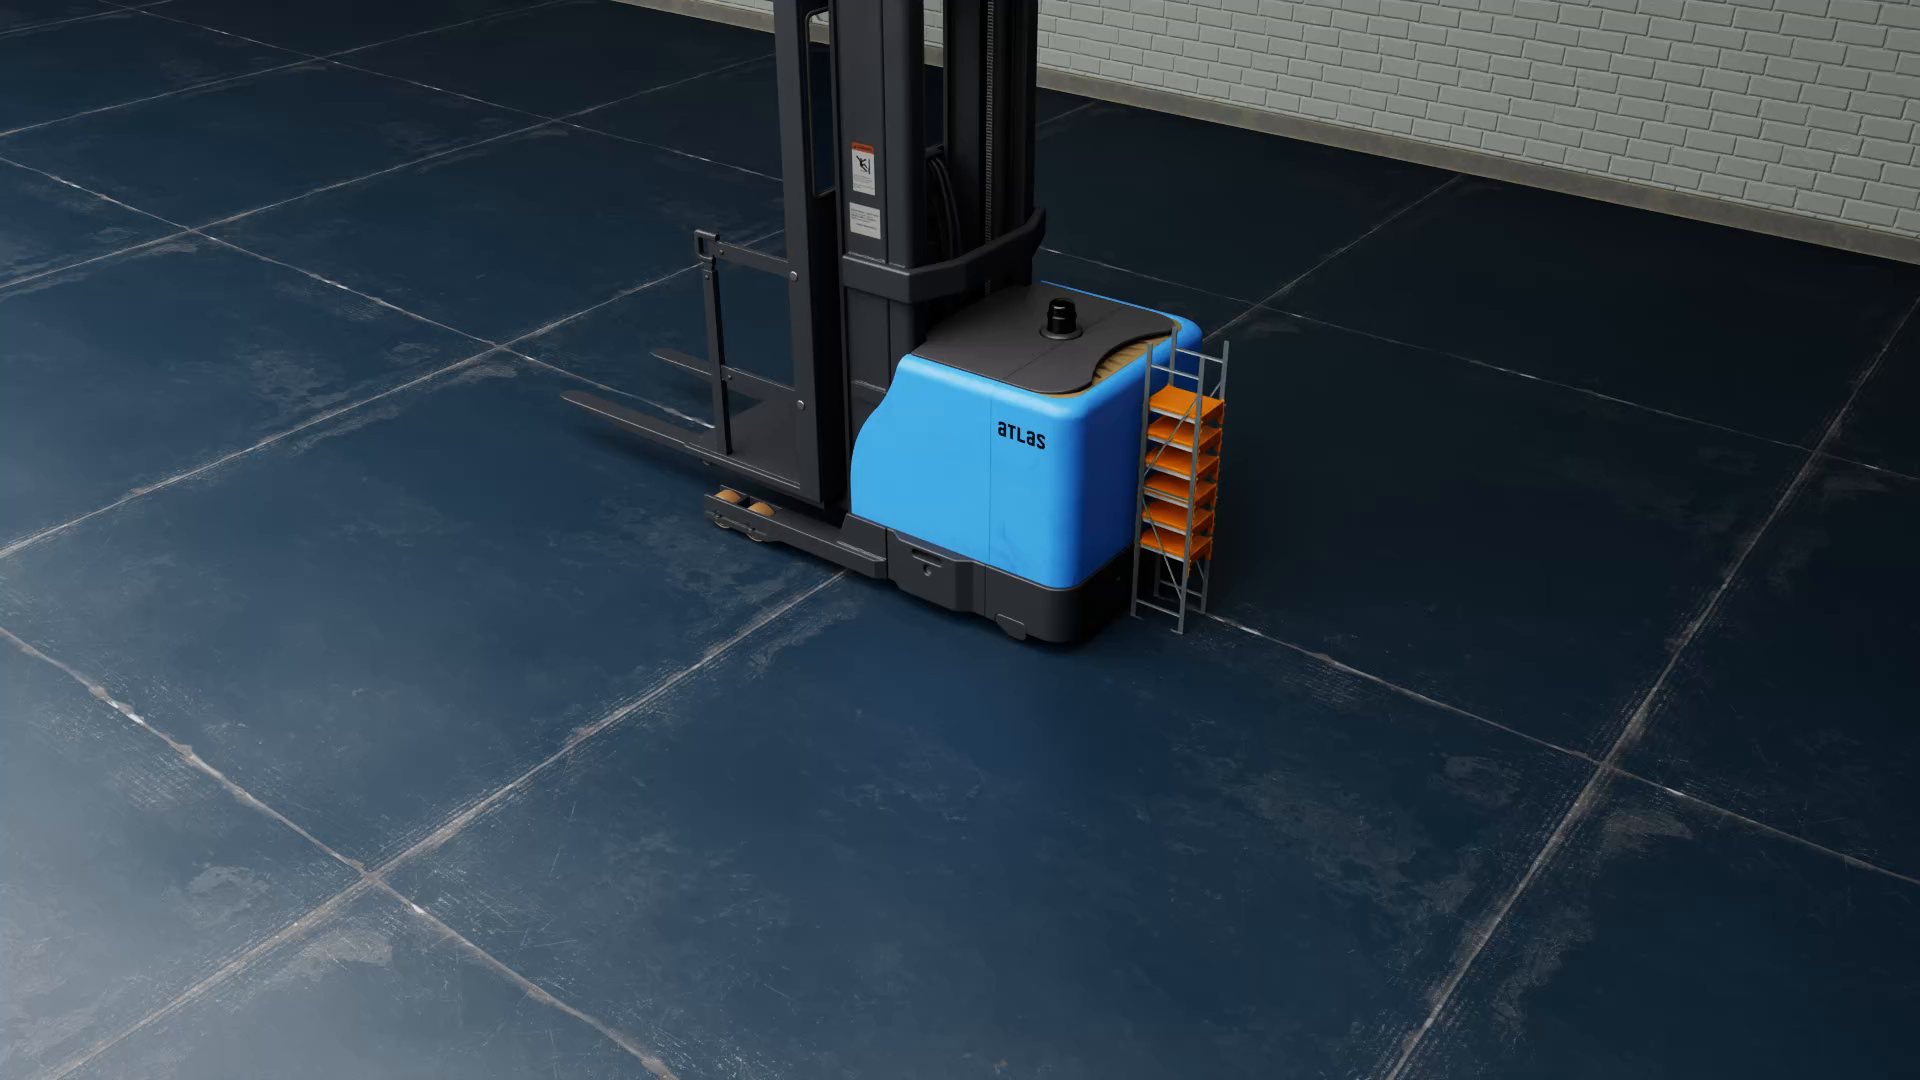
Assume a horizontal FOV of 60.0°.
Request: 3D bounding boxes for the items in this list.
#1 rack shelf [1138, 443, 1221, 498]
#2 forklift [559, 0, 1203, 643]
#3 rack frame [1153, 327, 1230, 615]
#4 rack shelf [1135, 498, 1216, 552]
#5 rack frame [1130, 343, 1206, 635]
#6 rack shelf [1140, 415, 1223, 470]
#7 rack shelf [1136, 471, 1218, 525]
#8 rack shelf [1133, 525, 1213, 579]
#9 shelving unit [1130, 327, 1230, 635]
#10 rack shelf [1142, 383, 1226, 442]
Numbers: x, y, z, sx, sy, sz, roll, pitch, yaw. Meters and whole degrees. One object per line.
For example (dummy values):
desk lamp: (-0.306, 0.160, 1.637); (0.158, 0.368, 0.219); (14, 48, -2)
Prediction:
rack shelf: (0.842, -0.277, 6.392); (0.258, 0.103, 0.180); (20, 36, 30)
forklift: (-0.509, -1.450, 6.822); (3.031, 2.935, 1.130); (20, 36, 30)
rack frame: (0.896, -0.250, 6.494); (0.240, 1.200, 0.006); (20, 36, 30)
rack shelf: (0.842, -0.070, 6.515); (0.258, 0.103, 0.180); (20, 36, 30)
rack frame: (0.788, -0.174, 6.367); (0.240, 1.200, 0.006); (20, 36, 30)
rack shelf: (0.842, -0.380, 6.331); (0.258, 0.103, 0.180); (20, 36, 30)
rack shelf: (0.842, -0.174, 6.453); (0.258, 0.103, 0.180); (20, 36, 30)
rack shelf: (0.842, 0.033, 6.576); (0.258, 0.103, 0.180); (20, 36, 30)
shelving unit: (0.842, -0.212, 6.431); (0.258, 1.200, 0.189); (20, 36, 30)
rack shelf: (0.842, -0.483, 6.270); (0.258, 0.103, 0.180); (20, 36, 30)
